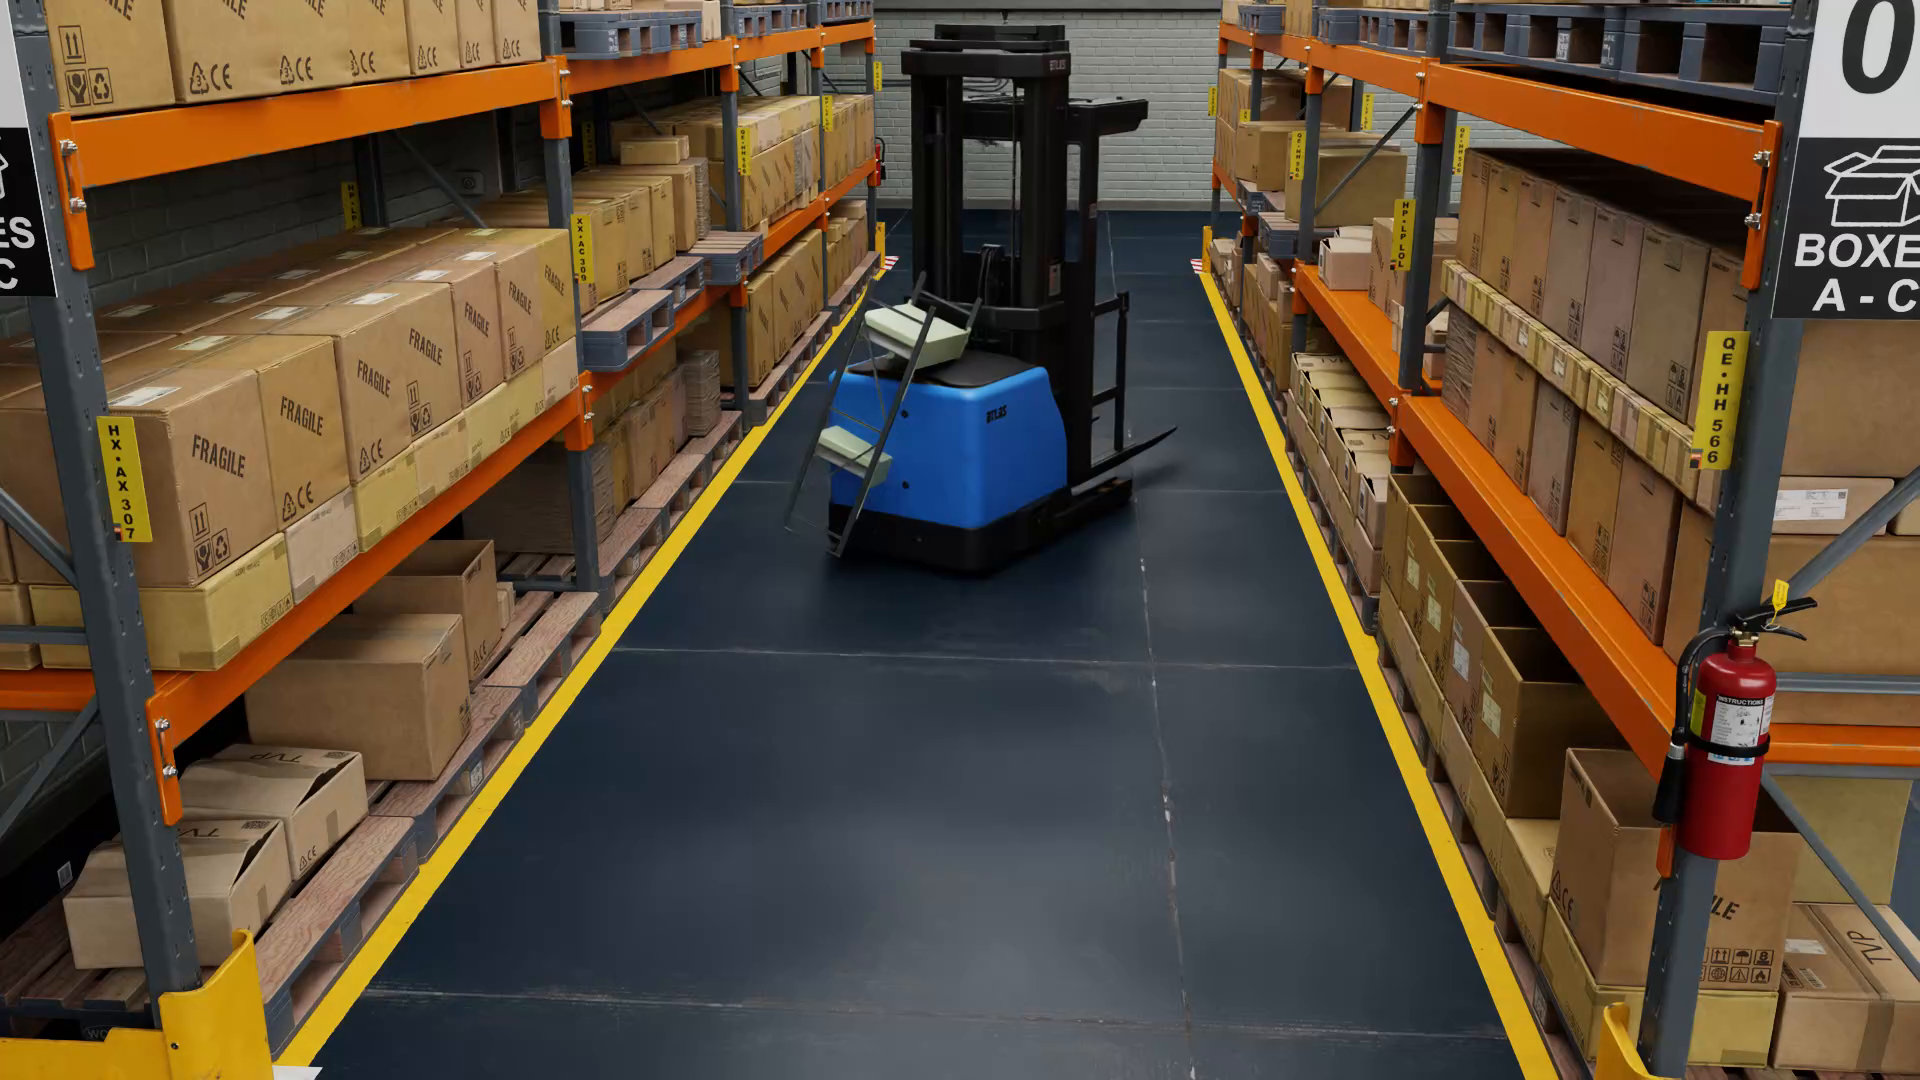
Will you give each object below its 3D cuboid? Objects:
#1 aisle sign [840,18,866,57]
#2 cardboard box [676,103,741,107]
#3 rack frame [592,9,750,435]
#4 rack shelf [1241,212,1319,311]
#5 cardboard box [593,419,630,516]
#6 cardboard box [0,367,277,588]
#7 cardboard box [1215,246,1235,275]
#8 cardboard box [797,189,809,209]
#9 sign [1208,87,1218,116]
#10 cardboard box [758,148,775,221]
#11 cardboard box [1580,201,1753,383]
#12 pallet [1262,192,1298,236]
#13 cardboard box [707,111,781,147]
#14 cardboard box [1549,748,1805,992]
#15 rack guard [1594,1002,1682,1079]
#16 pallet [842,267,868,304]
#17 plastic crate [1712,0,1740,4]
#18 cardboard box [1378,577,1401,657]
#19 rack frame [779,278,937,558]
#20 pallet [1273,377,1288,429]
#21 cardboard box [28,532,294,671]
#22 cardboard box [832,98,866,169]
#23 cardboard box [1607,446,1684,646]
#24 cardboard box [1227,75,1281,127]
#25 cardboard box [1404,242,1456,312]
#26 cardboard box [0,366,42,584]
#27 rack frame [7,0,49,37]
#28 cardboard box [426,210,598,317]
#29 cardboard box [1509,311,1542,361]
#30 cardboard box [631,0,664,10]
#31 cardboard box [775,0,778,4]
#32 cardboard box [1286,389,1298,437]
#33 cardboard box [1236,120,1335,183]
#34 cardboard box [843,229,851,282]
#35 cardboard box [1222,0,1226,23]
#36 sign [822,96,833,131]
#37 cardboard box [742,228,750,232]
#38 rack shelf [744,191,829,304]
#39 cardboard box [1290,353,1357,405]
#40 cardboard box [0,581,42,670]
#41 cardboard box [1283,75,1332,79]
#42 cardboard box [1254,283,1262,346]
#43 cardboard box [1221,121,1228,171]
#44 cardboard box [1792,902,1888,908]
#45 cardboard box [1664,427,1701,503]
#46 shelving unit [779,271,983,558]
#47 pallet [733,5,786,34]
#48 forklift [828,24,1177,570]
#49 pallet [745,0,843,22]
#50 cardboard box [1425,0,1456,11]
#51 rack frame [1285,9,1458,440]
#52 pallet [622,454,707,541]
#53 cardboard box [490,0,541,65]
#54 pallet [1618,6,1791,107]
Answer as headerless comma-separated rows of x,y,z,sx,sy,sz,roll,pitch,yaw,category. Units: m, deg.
-1.190,-5.971,19.155,0.394,0.787,0.004,1,18,4,aisle sign
-2.136,-3.577,14.149,0.500,0.250,0.500,1,18,2,cardboard box
-2.068,-2.236,11.929,1.000,3.000,0.127,1,18,4,rack frame
3.016,-2.406,13.603,1.077,0.370,4.000,1,18,4,rack shelf
-2.332,-0.405,9.650,0.700,0.500,0.500,1,18,3,cardboard box
-2.308,-0.187,4.682,0.500,0.500,0.500,1,18,4,cardboard box
3.053,-3.040,18.094,0.500,0.250,0.500,1,18,4,cardboard box
-1.542,-3.015,14.679,0.380,0.149,0.250,1,18,4,cardboard box
2.905,-5.034,19.080,0.100,0.325,0.005,1,18,4,sign
-1.731,-2.742,12.803,0.500,0.500,0.500,2,18,6,cardboard box
2.417,-0.787,5.263,0.700,0.500,0.500,1,18,4,cardboard box
3.008,-2.639,13.469,1.003,0.211,1.213,1,18,4,pallet
-1.709,-3.248,13.144,0.500,0.250,0.500,1,18,4,cardboard box
2.041,0.936,4.787,0.500,0.500,0.500,1,18,4,cardboard box
2.298,1.554,4.379,1.175,0.500,0.348,1,18,4,rack guard
-1.564,-2.767,18.030,1.003,0.211,1.213,1,18,4,pallet
8.003,-5.427,16.950,0.504,0.338,0.767,1,18,4,plastic crate
2.250,0.360,7.748,0.500,0.250,0.500,1,18,4,cardboard box
-0.567,-0.647,9.021,0.400,1.500,0.023,27,19,13,rack frame
2.964,-1.032,12.734,1.003,0.211,1.213,1,18,4,pallet
-2.290,0.166,4.808,0.500,0.250,0.500,1,18,2,cardboard box
-1.563,-4.478,18.291,0.980,0.700,0.700,1,18,3,cardboard box
2.378,0.003,4.937,0.700,0.500,0.500,2,18,5,cardboard box
3.045,-4.526,17.153,0.500,0.500,0.500,1,18,3,cardboard box
2.695,-1.333,9.014,0.500,0.500,0.500,3,18,8,cardboard box
-2.820,-0.197,4.711,0.500,0.500,0.500,1,18,3,cardboard box
-2.642,-2.602,3.412,1.000,3.000,0.127,1,18,4,rack frame
-2.285,-1.407,8.534,0.700,0.500,0.500,1,18,4,cardboard box
2.285,-0.760,6.224,0.380,0.149,0.250,1,18,2,cardboard box
-2.254,-3.319,10.220,0.797,0.503,0.637,4,19,12,cardboard box
-1.954,-4.889,14.343,0.700,0.500,0.500,0,18,1,cardboard box
2.542,-0.863,11.482,0.500,0.250,0.500,1,18,4,cardboard box
2.903,-3.474,14.872,0.700,0.500,0.500,-5,19,-15,cardboard box
-1.547,-3.035,17.708,0.700,0.500,0.500,2,18,5,cardboard box
3.156,-5.811,18.265,0.500,0.250,0.500,1,18,4,cardboard box
-1.240,-3.982,15.525,0.100,0.325,0.005,1,18,4,sign
-1.787,-2.301,12.500,0.380,0.149,0.250,2,18,5,cardboard box
-1.925,-2.515,13.937,1.077,0.370,4.000,1,18,4,rack shelf
2.542,-1.130,11.394,0.500,0.311,0.500,2,18,6,cardboard box
-2.802,0.161,4.823,0.500,0.250,0.500,2,18,5,cardboard box
3.584,-4.512,17.109,0.500,0.500,0.500,2,18,6,cardboard box
2.811,-1.924,14.286,0.500,0.500,0.500,2,18,5,cardboard box
3.081,-4.210,17.795,0.500,0.500,0.500,1,18,4,cardboard box
2.592,1.148,5.343,0.500,0.250,0.500,1,18,4,cardboard box
2.154,-0.202,4.519,0.380,0.149,0.250,2,18,5,cardboard box
-0.440,-0.719,9.357,0.431,1.500,0.755,27,19,13,shelving unit
-1.998,-4.120,13.166,1.003,0.211,1.213,2,18,6,pallet
0.442,-1.631,10.194,1.130,2.935,3.031,11,21,30,forklift
-1.713,-5.115,16.042,1.003,0.211,1.213,1,18,4,pallet
2.676,-2.800,8.399,0.500,0.250,0.500,0,18,-1,cardboard box
2.873,-2.126,11.595,1.000,3.000,0.127,1,18,4,rack frame
-2.216,-0.290,10.469,1.003,0.211,1.213,1,18,4,pallet
-2.145,-2.313,7.154,0.500,0.500,0.500,2,18,5,cardboard box
2.376,-1.244,4.228,1.003,0.211,1.213,1,18,4,pallet
